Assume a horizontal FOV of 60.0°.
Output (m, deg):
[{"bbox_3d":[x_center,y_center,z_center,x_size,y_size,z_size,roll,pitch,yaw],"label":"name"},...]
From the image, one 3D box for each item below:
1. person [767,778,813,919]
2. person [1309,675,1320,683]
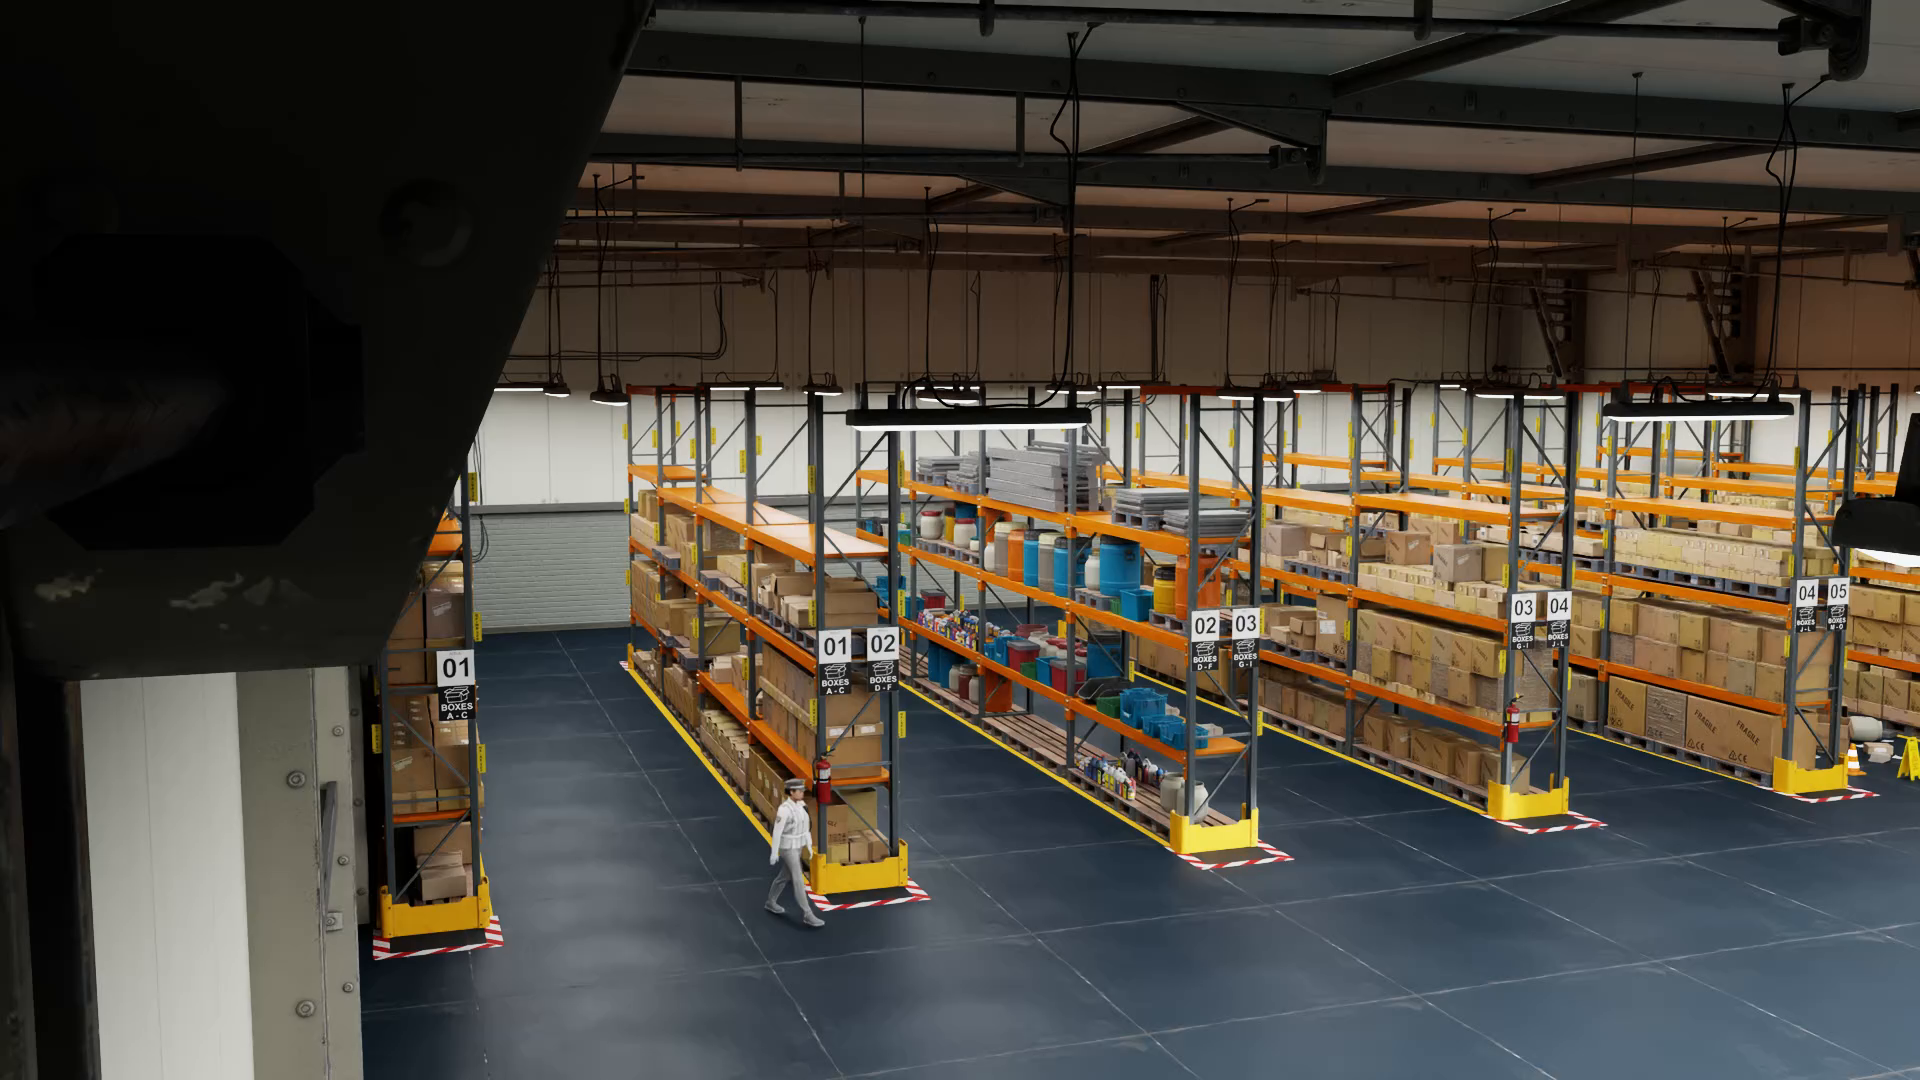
[{"bbox_3d":[-1.951,3.507,19.114,0.738,1.560,0.437,3,6,24],"label":"person"},{"bbox_3d":[6.901,2.226,32.396,0.623,1.418,0.560,0,6,-2],"label":"person"}]
